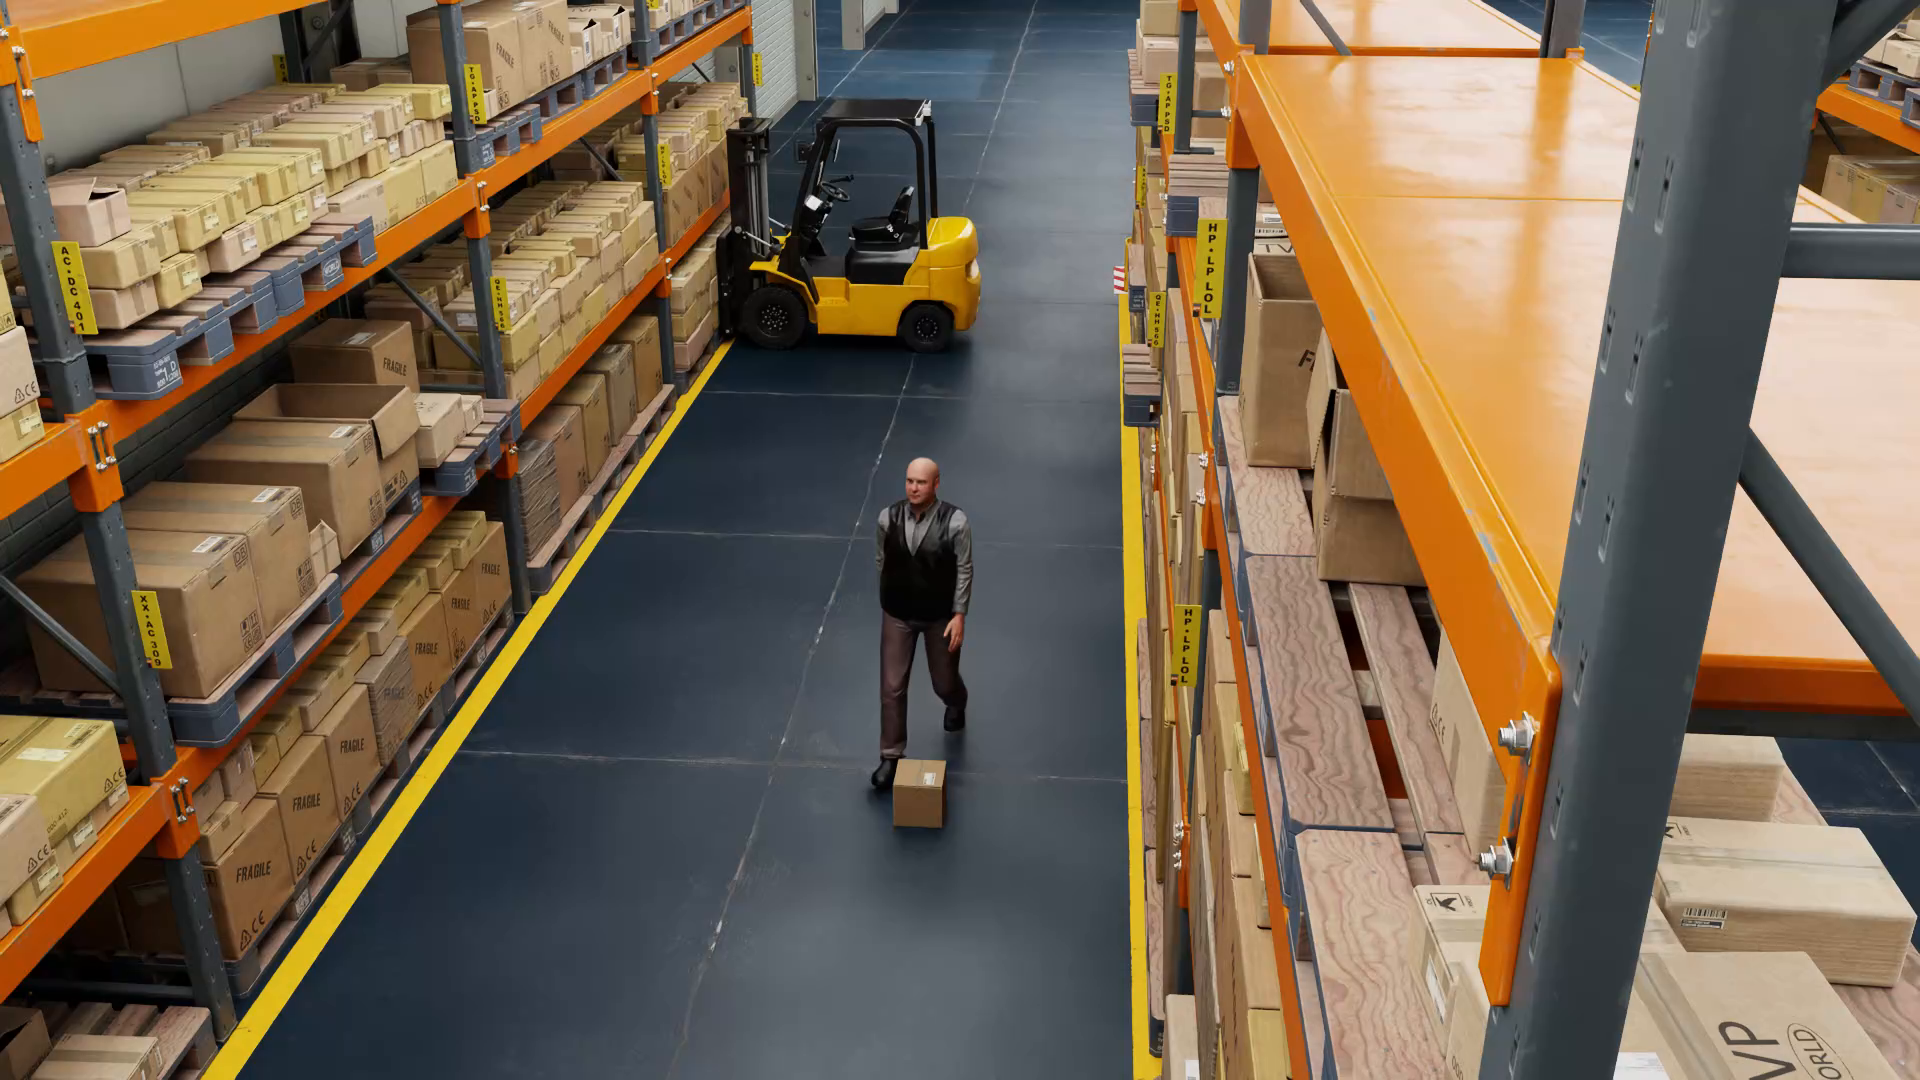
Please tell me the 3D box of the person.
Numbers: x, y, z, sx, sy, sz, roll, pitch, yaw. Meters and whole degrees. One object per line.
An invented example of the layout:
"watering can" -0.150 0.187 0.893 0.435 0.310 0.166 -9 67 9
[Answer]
"person" -0.206 0.407 8.748 0.541 1.693 0.851 4 25 10
